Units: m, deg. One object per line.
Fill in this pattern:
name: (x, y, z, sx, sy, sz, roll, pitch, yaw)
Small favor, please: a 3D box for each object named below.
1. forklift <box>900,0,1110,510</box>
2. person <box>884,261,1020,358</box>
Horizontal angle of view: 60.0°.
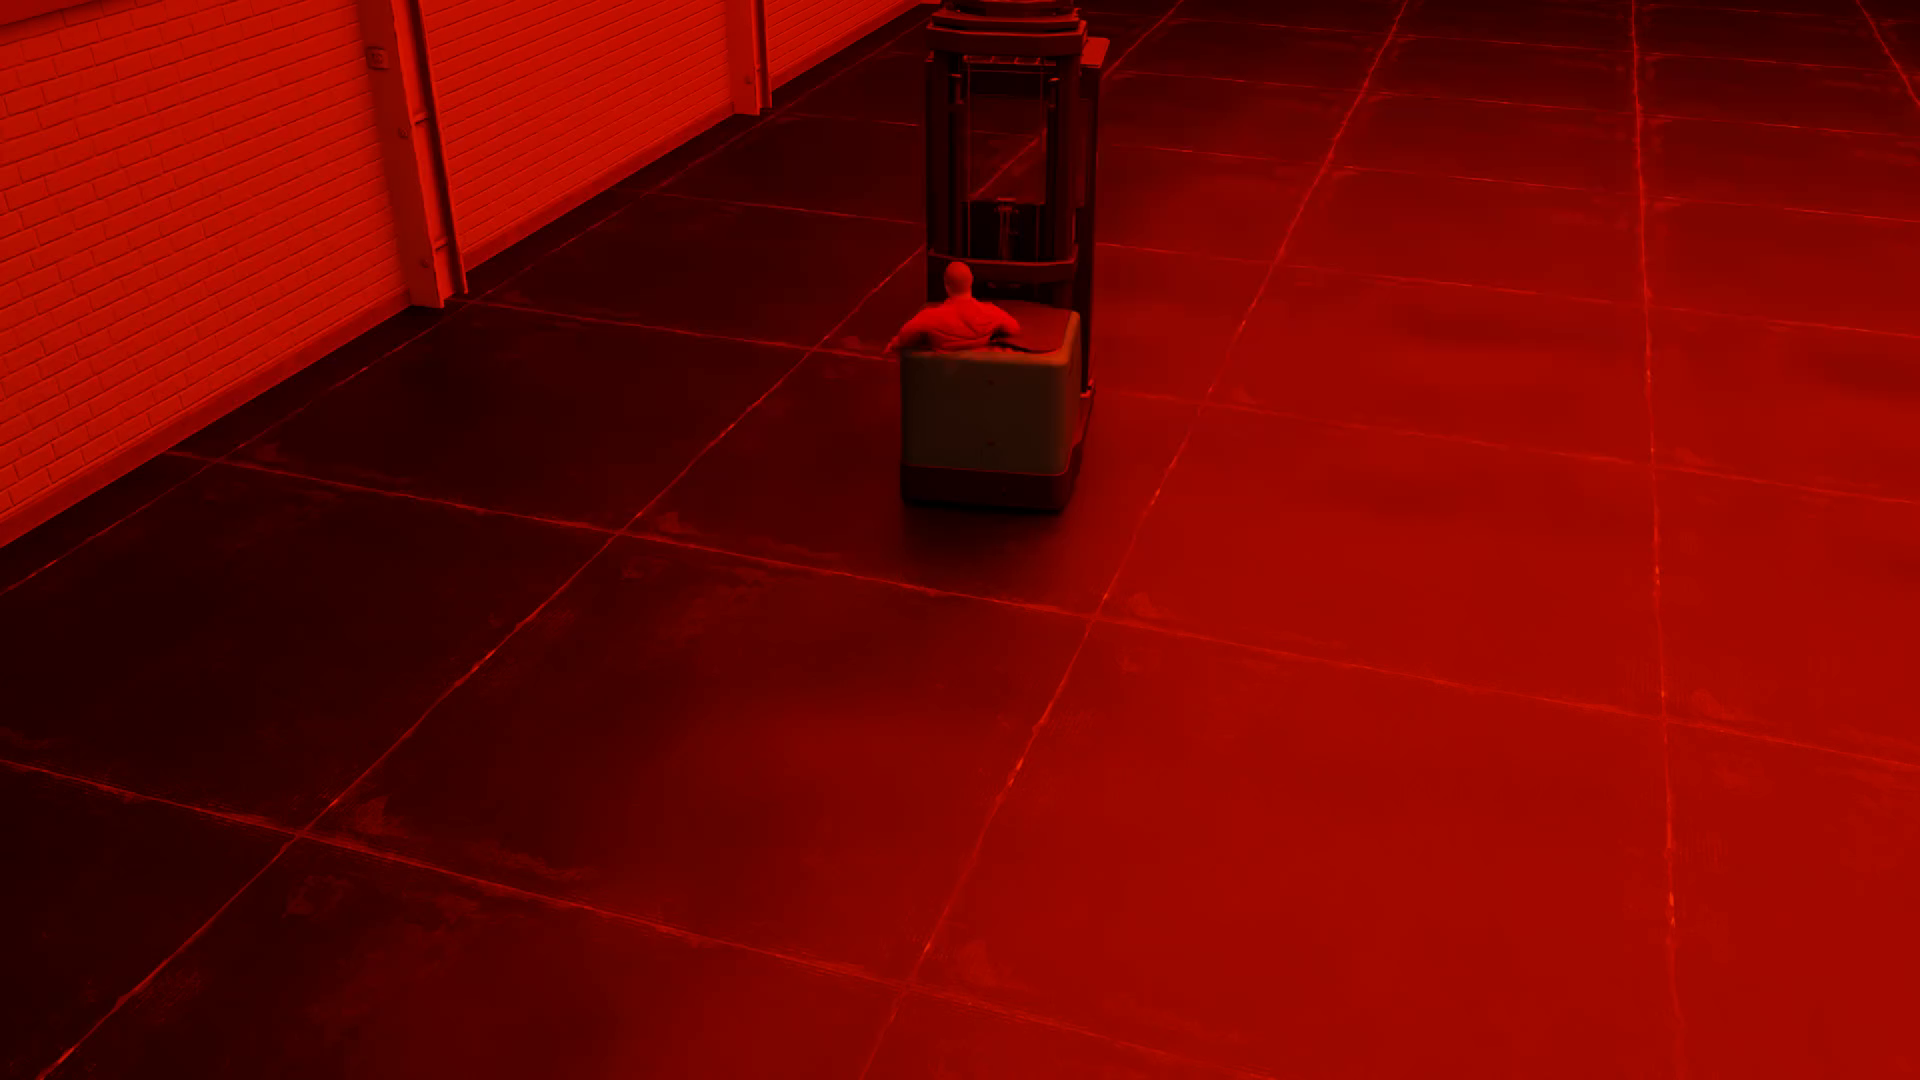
forklift: (0.366, -2.171, 10.945, 1.130, 2.935, 3.031, 5, 30, 8)
person: (-0.014, -1.015, 10.336, 0.859, 1.637, 0.650, -9, 31, -15)
